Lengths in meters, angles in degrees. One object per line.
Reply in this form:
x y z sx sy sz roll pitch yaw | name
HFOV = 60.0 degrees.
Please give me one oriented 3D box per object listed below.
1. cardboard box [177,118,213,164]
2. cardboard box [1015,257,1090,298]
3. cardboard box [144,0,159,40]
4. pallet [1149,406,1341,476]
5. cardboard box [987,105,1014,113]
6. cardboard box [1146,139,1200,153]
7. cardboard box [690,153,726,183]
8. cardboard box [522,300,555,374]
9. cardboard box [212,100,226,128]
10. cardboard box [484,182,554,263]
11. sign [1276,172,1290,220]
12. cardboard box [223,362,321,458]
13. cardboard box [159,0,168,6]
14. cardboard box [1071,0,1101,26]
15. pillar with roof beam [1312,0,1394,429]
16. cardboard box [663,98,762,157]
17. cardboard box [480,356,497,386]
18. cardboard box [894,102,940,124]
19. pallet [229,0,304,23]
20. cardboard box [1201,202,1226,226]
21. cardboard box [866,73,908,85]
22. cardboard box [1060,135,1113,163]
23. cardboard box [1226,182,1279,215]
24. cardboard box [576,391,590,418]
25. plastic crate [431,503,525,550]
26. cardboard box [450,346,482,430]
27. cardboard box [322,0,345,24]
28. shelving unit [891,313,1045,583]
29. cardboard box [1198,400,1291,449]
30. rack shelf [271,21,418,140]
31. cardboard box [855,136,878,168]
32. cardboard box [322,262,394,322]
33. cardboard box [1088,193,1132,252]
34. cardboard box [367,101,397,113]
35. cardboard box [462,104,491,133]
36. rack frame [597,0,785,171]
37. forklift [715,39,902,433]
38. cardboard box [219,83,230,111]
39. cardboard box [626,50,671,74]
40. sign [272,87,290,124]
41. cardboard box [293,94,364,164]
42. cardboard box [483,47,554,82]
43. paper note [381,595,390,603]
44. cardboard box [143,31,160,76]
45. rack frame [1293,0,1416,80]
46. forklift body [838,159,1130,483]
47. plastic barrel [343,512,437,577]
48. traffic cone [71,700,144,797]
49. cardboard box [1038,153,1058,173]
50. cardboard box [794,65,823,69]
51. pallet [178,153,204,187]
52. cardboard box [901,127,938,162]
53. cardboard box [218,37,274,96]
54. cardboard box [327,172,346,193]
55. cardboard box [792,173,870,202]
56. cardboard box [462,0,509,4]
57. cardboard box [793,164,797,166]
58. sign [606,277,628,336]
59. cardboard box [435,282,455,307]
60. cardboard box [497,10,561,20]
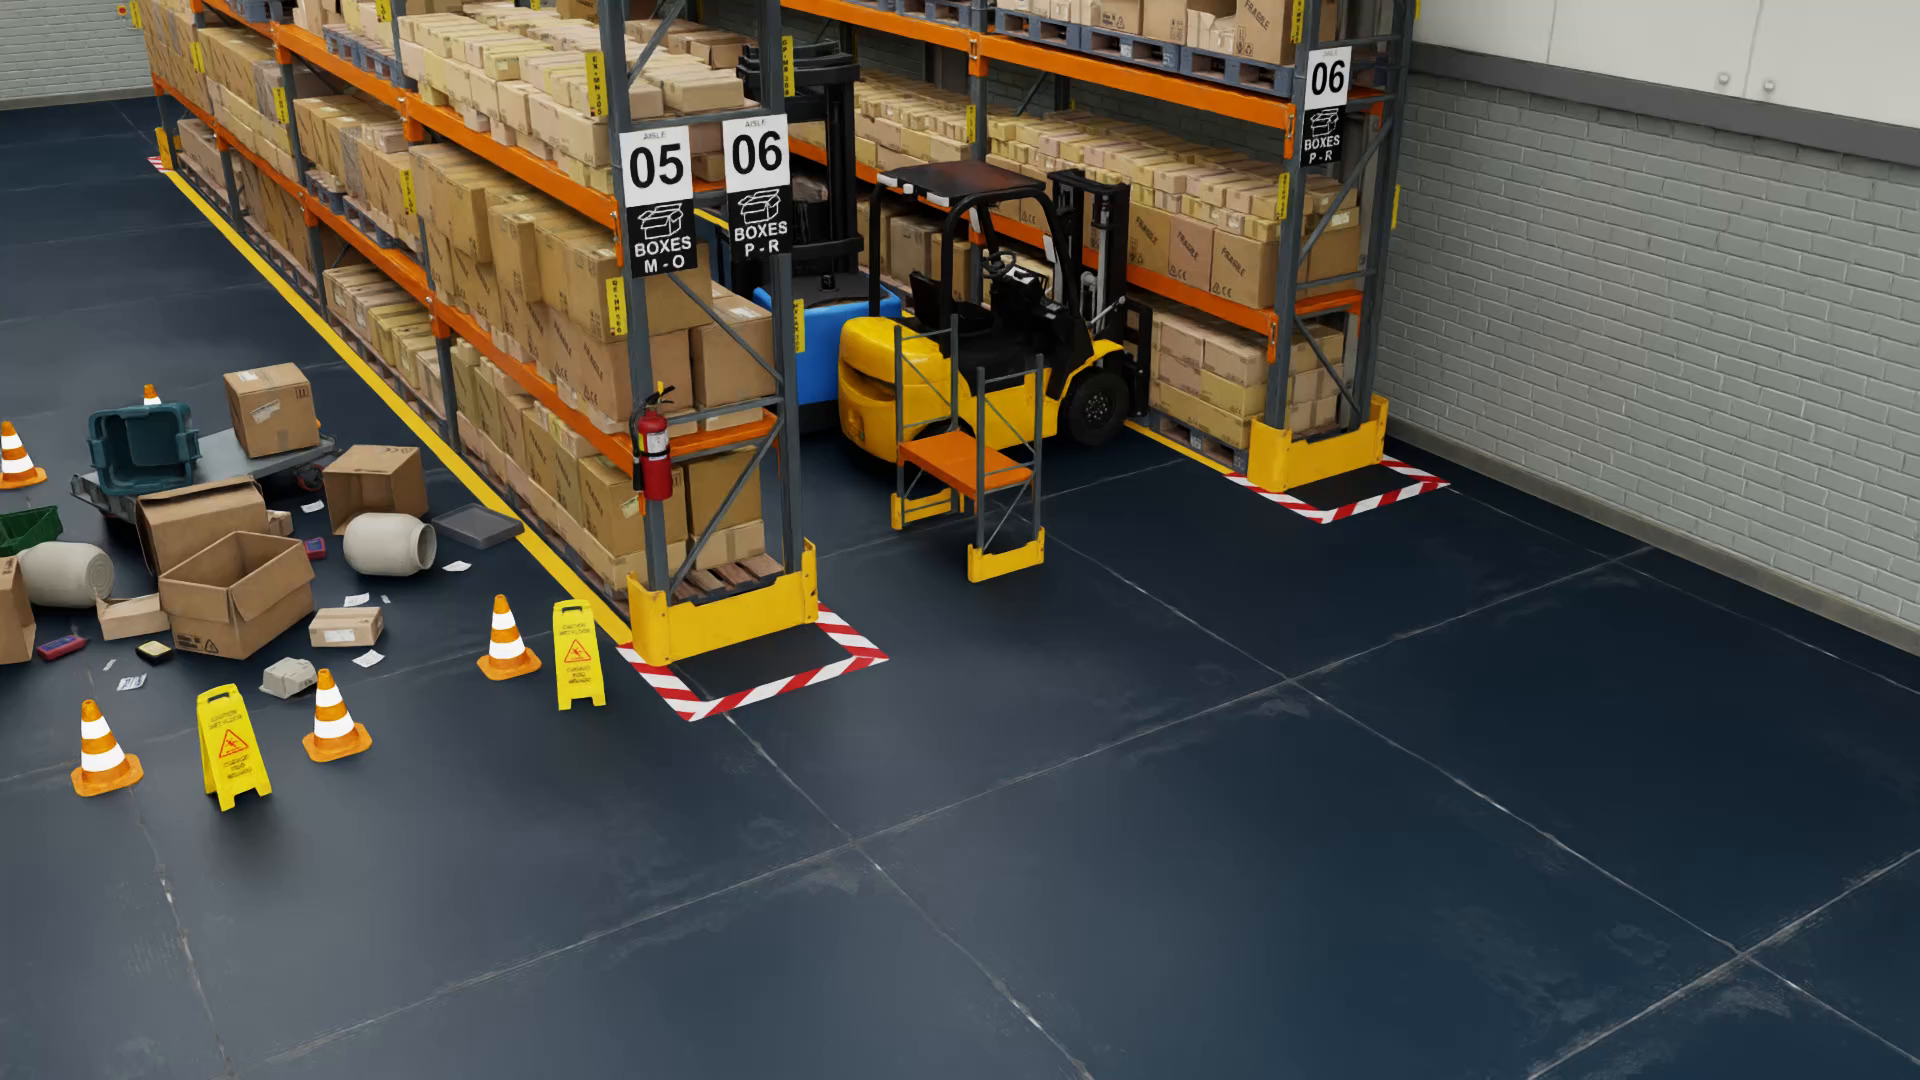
-9.714 -5.289 21.912 0.875 0.438 0.875 -17 30 -31 | cardboard box
0.822 -2.304 14.636 0.500 0.250 0.500 -15 29 -29 | cardboard box
-9.846 -6.547 20.778 0.500 0.500 0.500 -16 30 -31 | cardboard box
2.281 -0.909 13.390 1.003 0.211 1.213 -16 29 -30 | pallet
0.300 -4.048 15.898 0.380 0.149 0.250 -16 29 -30 | cardboard box
1.761 -3.202 13.757 0.380 0.149 0.250 -15 29 -28 | cardboard box
-1.332 -2.185 9.607 0.380 0.149 0.250 -16 29 -30 | cardboard box
-2.490 -1.417 10.735 0.500 0.500 0.500 -16 29 -30 | cardboard box
-7.955 -4.753 18.443 0.500 0.250 0.500 -16 30 -31 | cardboard box
-2.676 -2.063 10.933 0.700 0.500 0.500 -16 29 -30 | cardboard box
2.271 -2.415 11.681 0.100 0.325 0.005 -16 29 -30 | sign
-5.082 -0.965 12.284 0.500 0.500 0.500 -16 29 -30 | cardboard box
-9.385 -6.505 19.930 0.380 0.149 0.250 -16 30 -31 | cardboard box
1.106 -4.266 13.269 0.396 0.266 0.258 -16 30 -31 | cardboard box
-0.498 -4.075 9.802 9.100 9.000 0.400 -16 29 -30 | pillar with roof beam
-1.475 -2.413 9.623 0.500 0.250 0.500 -16 30 -30 | cardboard box
-3.211 -1.241 11.919 0.380 0.149 0.250 -14 29 -28 | cardboard box
-0.413 -4.105 16.017 0.380 0.149 0.250 -16 30 -31 | cardboard box
-6.186 -5.098 15.705 1.213 0.211 1.003 -14 29 -27 | pallet
2.055 -2.495 12.606 0.380 0.149 0.250 -15 29 -29 | cardboard box
-0.767 -4.791 17.470 0.380 0.149 0.250 -16 30 -31 | cardboard box
1.059 -3.262 13.884 0.380 0.149 0.250 -16 30 -30 | cardboard box
2.201 -2.539 12.351 0.380 0.149 0.250 -15 29 -29 | cardboard box
-2.160 -0.879 10.356 0.380 0.149 0.250 -16 30 -30 | cardboard box
-3.437 -0.105 11.842 0.583 0.080 0.402 18 31 33 | plastic crate
-3.511 -1.190 12.570 0.500 0.500 0.500 -14 29 -27 | cardboard box
-4.934 -4.473 14.040 0.797 0.503 0.637 -16 29 -30 | cardboard box
0.042 -0.651 11.334 0.587 1.500 1.083 -16 29 -30 | shelving unit
2.212 -0.947 12.933 0.500 0.250 0.500 -15 29 -29 | cardboard box
-4.699 -3.925 13.842 1.077 0.370 4.000 -16 29 -30 | rack shelf
-0.757 -3.934 16.708 0.500 0.250 0.500 -14 29 -28 | cardboard box
-5.490 -2.406 15.882 0.950 0.372 0.625 -18 31 -33 | cardboard box
1.406 -2.614 13.619 0.500 0.500 0.500 -15 29 -29 | cardboard box
-5.018 -3.699 15.076 0.500 0.500 0.500 -16 30 -30 | cardboard box
-3.012 -2.771 10.849 0.380 0.149 0.250 -16 30 -31 | cardboard box
-1.423 -3.461 8.502 1.000 3.000 0.127 -16 29 -30 | rack frame
-1.512 -2.780 14.168 1.130 2.935 3.031 -11 27 -22 | forklift
-7.662 -4.795 17.946 0.500 0.250 0.500 -15 29 -29 | cardboard box
-1.972 -2.889 10.166 0.380 0.149 0.250 -16 29 -30 | cardboard box
-6.254 -4.002 15.320 0.100 0.325 0.005 -16 29 -30 | sign
-5.739 -3.764 15.214 0.500 0.500 0.500 -16 30 -31 | cardboard box
-2.721 -2.944 10.281 0.380 0.149 0.250 -15 29 -28 | cardboard box
-3.759 0.388 10.879 0.032 0.001 0.123 -16 29 -30 | paper note
-10.136 -6.277 21.378 0.500 0.500 0.500 -16 30 -30 | cardboard box
2.734 -4.619 10.955 1.000 3.000 0.127 -16 29 -30 | rack frame
0.170 -1.775 12.953 2.313 2.155 1.214 -16 29 -30 | forklift body
-3.819 0.031 11.150 0.512 0.421 0.421 3 25 6 | plastic barrel
-4.616 1.068 8.907 0.336 0.463 0.334 -16 29 -30 | traffic cone
0.884 -3.215 14.133 0.380 0.149 0.250 -15 29 -28 | cardboard box
-1.784 -5.223 18.653 0.500 0.500 0.500 -14 29 -27 | cardboard box
-9.656 -4.942 21.933 1.003 0.211 1.213 -16 29 -30 | pallet
-0.219 -3.793 15.824 0.500 0.250 0.500 -16 30 -31 | cardboard box
-7.402 -4.957 17.411 0.500 0.500 0.500 -16 30 -31 | cardboard box
-5.399 -3.205 14.790 0.380 0.149 0.250 -15 29 -29 | cardboard box
-1.305 -3.657 18.235 0.875 0.625 0.625 -15 29 -28 | cardboard box
-3.871 -4.361 13.022 0.500 0.250 0.500 -16 30 -31 | cardboard box
-1.880 -4.223 19.580 0.500 0.500 0.500 -15 29 -29 | cardboard box
-1.899 -1.292 9.209 0.100 0.325 0.005 -16 29 -30 | sign
-3.704 -1.877 12.470 0.380 0.149 0.250 -16 29 -30 | cardboard box
-3.045 -3.644 11.765 0.380 0.149 0.250 -16 30 -31 | cardboard box
